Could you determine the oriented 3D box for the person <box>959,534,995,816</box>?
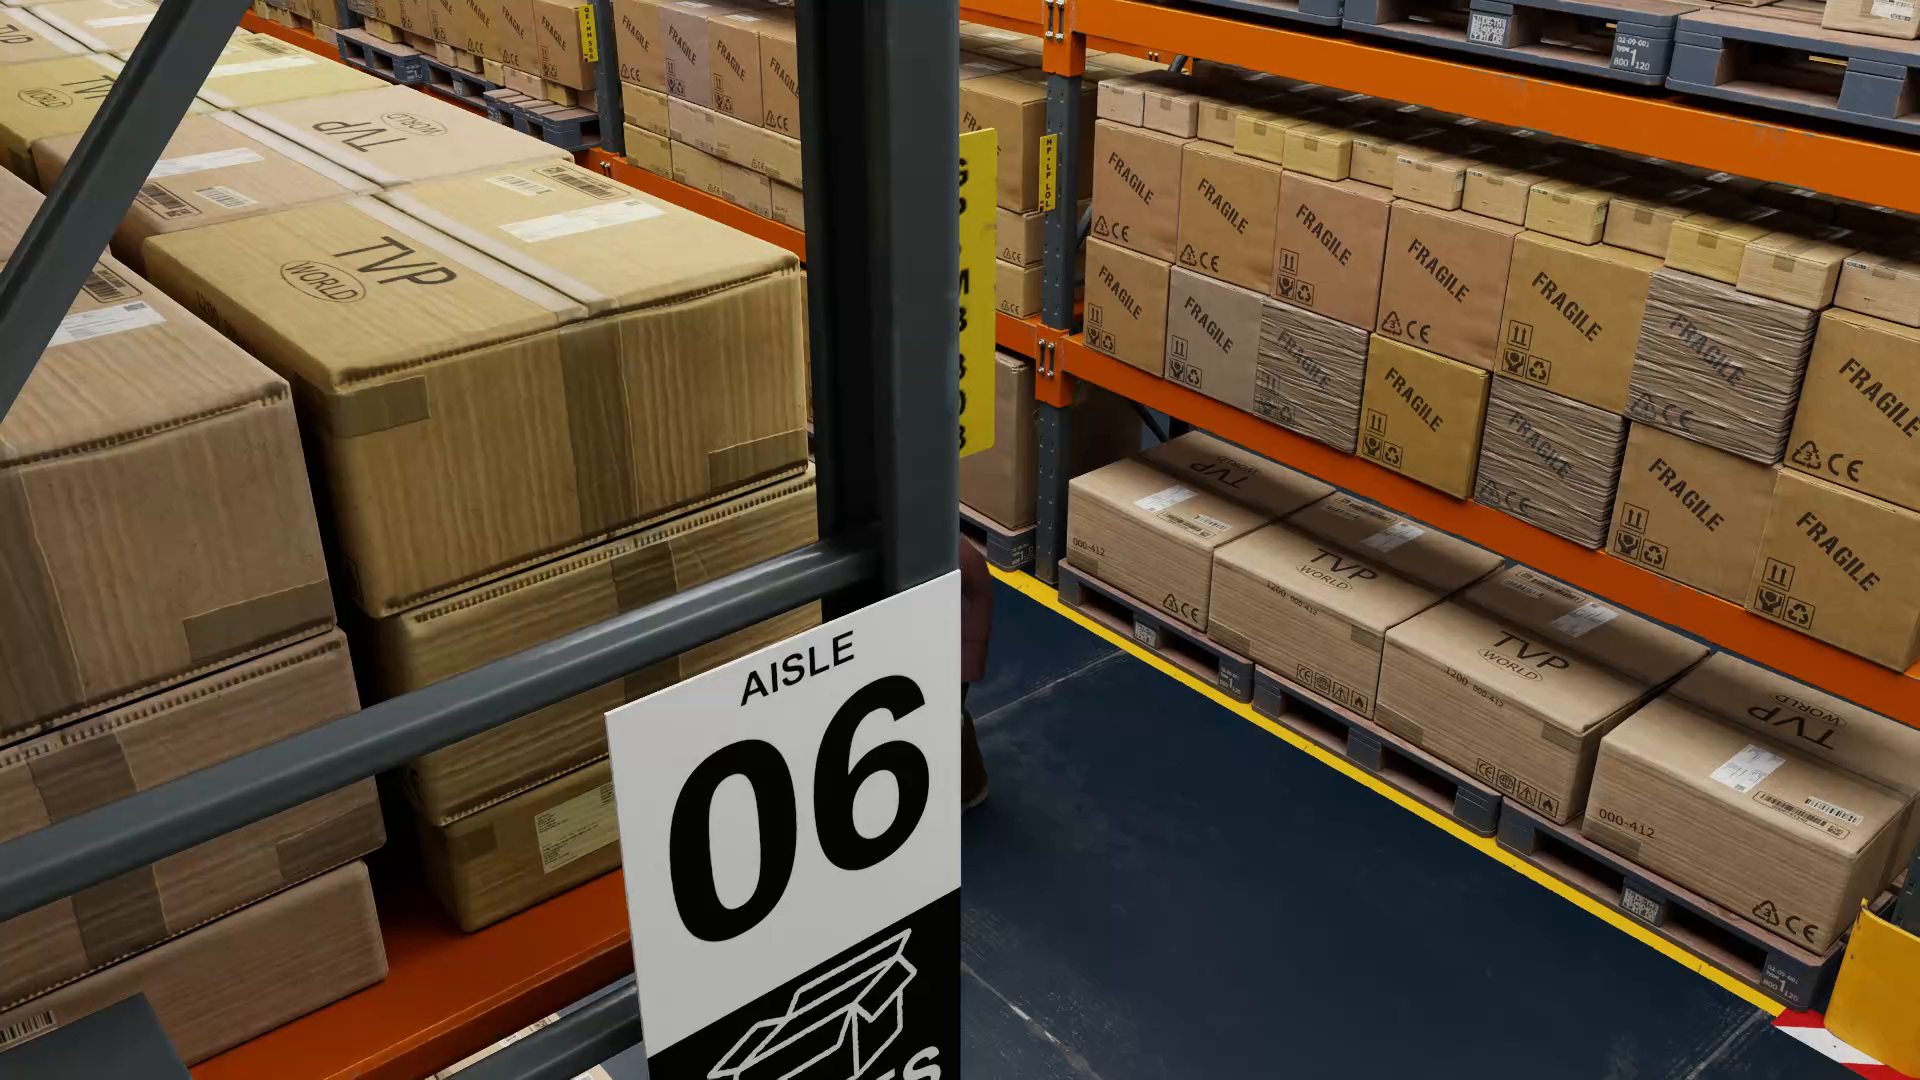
[{"bbox_3d":[-0.237,0.406,6.160,0.805,1.510,0.554,-23,35,-36],"label":"person"}]
